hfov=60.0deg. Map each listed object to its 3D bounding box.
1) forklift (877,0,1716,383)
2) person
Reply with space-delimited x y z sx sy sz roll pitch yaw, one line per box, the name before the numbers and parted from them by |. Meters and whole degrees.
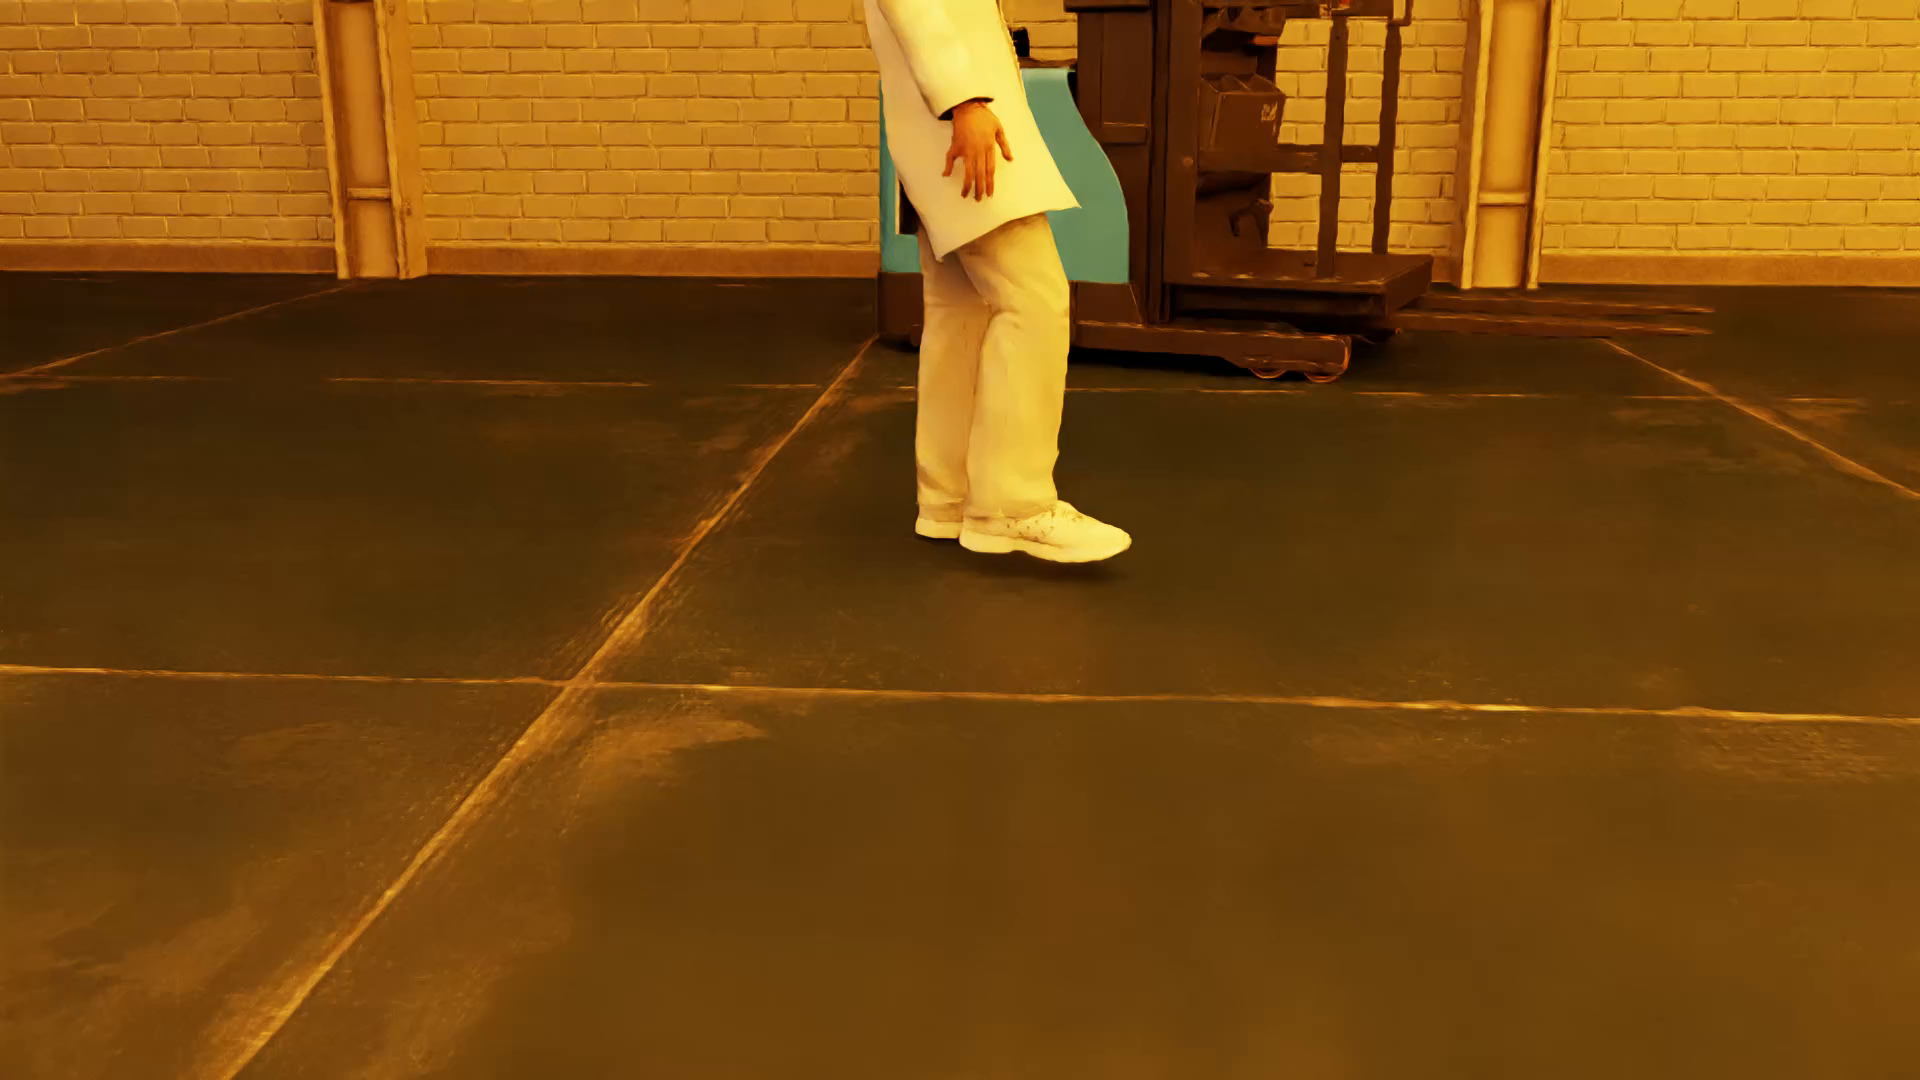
forklift | 1.235 -2.124 6.042 3.031 2.935 1.130 7 17 23
person | 0.088 -0.863 3.567 0.586 1.775 0.694 1 15 4
